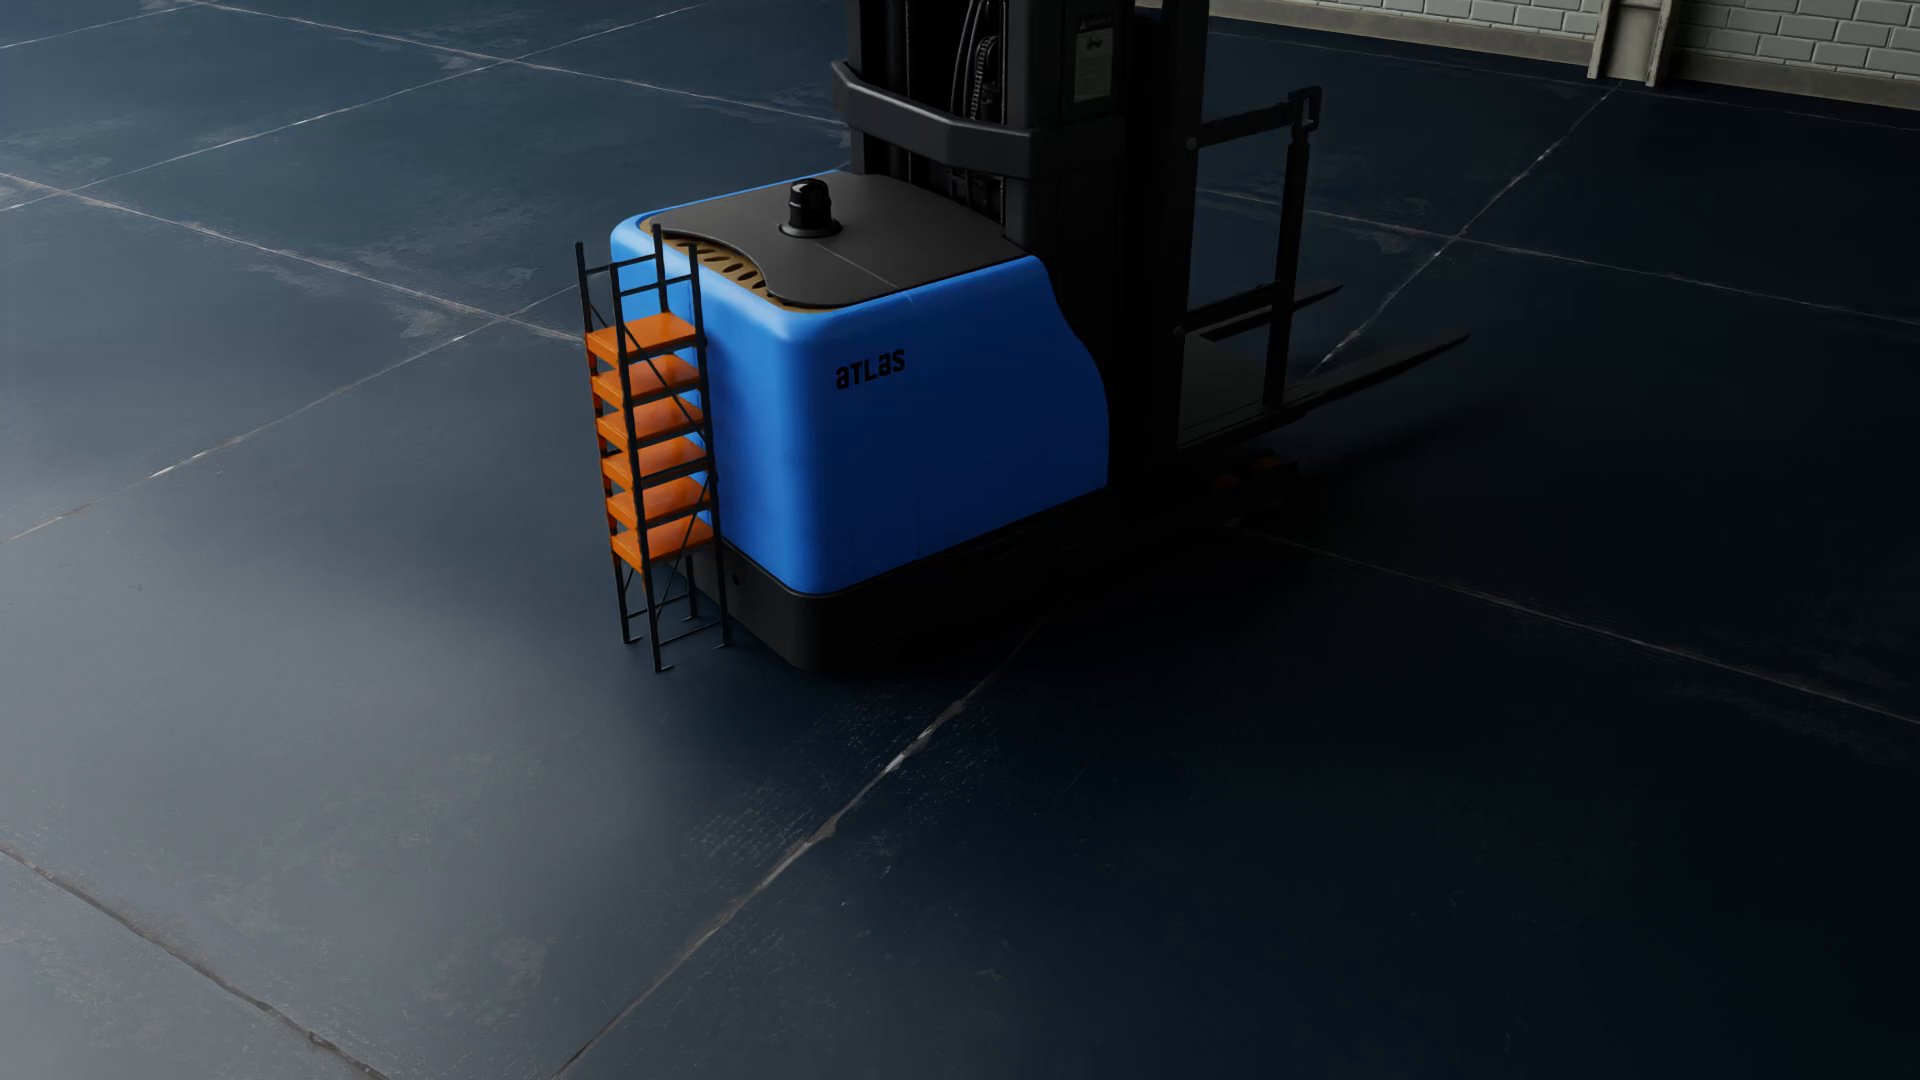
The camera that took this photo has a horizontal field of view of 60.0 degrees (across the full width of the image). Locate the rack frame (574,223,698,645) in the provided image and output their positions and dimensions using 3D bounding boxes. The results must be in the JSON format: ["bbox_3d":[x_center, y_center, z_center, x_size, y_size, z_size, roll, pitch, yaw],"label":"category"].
[{"bbox_3d":[-0.864,-0.257,4.500,0.240,1.200,0.006,-21,36,-32],"label":"rack frame"}]

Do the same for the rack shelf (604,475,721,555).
[{"bbox_3d":[-0.807,-0.079,4.520,0.258,0.103,0.180,-21,36,-32],"label":"rack shelf"}]

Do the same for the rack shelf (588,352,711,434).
[{"bbox_3d":[-0.808,-0.390,4.339,0.258,0.103,0.180,-21,36,-32],"label":"rack shelf"}]

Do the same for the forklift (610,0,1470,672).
[{"bbox_3d":[0.479,-1.500,4.913,3.031,2.935,1.130,-21,36,-32],"label":"forklift"}]

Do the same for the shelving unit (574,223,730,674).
[{"bbox_3d":[-0.808,-0.221,4.437,0.258,1.200,0.189,-21,36,-32],"label":"shelving unit"}]

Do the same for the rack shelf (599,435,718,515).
[{"bbox_3d":[-0.808,-0.182,4.460,0.258,0.103,0.180,-21,36,-32],"label":"rack shelf"}]

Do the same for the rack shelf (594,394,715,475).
[{"bbox_3d":[-0.808,-0.286,4.399,0.258,0.103,0.180,-21,36,-32],"label":"rack shelf"}]

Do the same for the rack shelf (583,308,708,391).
[{"bbox_3d":[-0.808,-0.493,4.278,0.258,0.103,0.180,-21,36,-32],"label":"rack shelf"}]

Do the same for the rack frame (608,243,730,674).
[{"bbox_3d":[-0.751,-0.184,4.375,0.240,1.200,0.006,-21,36,-32],"label":"rack frame"}]

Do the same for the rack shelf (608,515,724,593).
[{"bbox_3d":[-0.807,0.025,4.581,0.258,0.103,0.180,-21,36,-32],"label":"rack shelf"}]

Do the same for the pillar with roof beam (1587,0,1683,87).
[{"bbox_3d":[1.744,-4.853,4.638,0.400,9.000,9.100,18,35,27],"label":"pillar with roof beam"}]
